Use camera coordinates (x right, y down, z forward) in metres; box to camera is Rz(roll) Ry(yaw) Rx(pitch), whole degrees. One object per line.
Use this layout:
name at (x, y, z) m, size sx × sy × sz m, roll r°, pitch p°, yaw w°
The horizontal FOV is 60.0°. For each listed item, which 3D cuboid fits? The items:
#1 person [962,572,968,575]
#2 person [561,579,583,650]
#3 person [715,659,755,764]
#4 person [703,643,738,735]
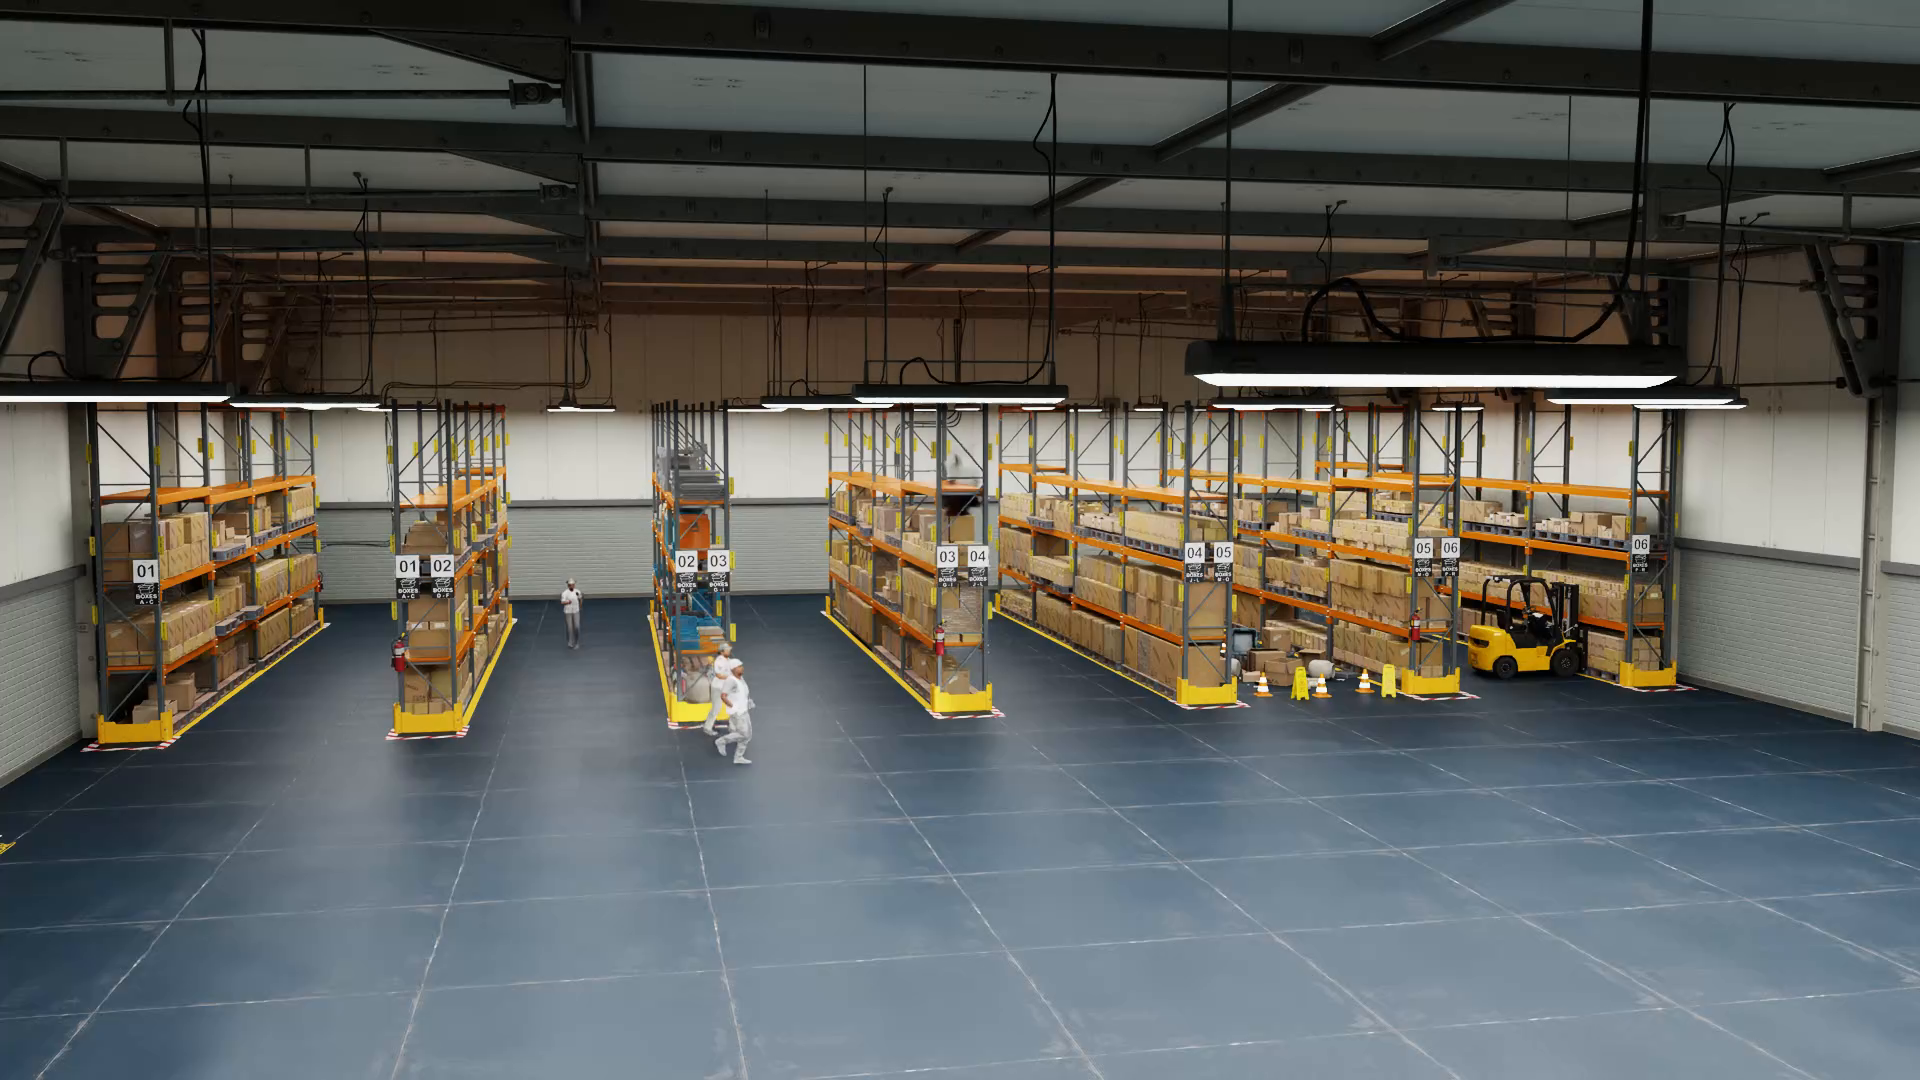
person at (-0.201, 1.242, 48.284) m, size 0.756 × 1.680 × 0.612 m, roll 3°, pitch 5°, yaw 34°
person at (-9.480, 1.816, 40.657) m, size 0.556 × 1.756 × 0.714 m, roll -2°, pitch 5°, yaw -19°
person at (-3.696, 2.807, 27.251) m, size 0.602 × 1.737 × 0.689 m, roll 1°, pitch 4°, yaw 11°
person at (-4.188, 2.681, 29.459) m, size 0.736 × 1.729 × 0.609 m, roll 2°, pitch 5°, yaw 23°
